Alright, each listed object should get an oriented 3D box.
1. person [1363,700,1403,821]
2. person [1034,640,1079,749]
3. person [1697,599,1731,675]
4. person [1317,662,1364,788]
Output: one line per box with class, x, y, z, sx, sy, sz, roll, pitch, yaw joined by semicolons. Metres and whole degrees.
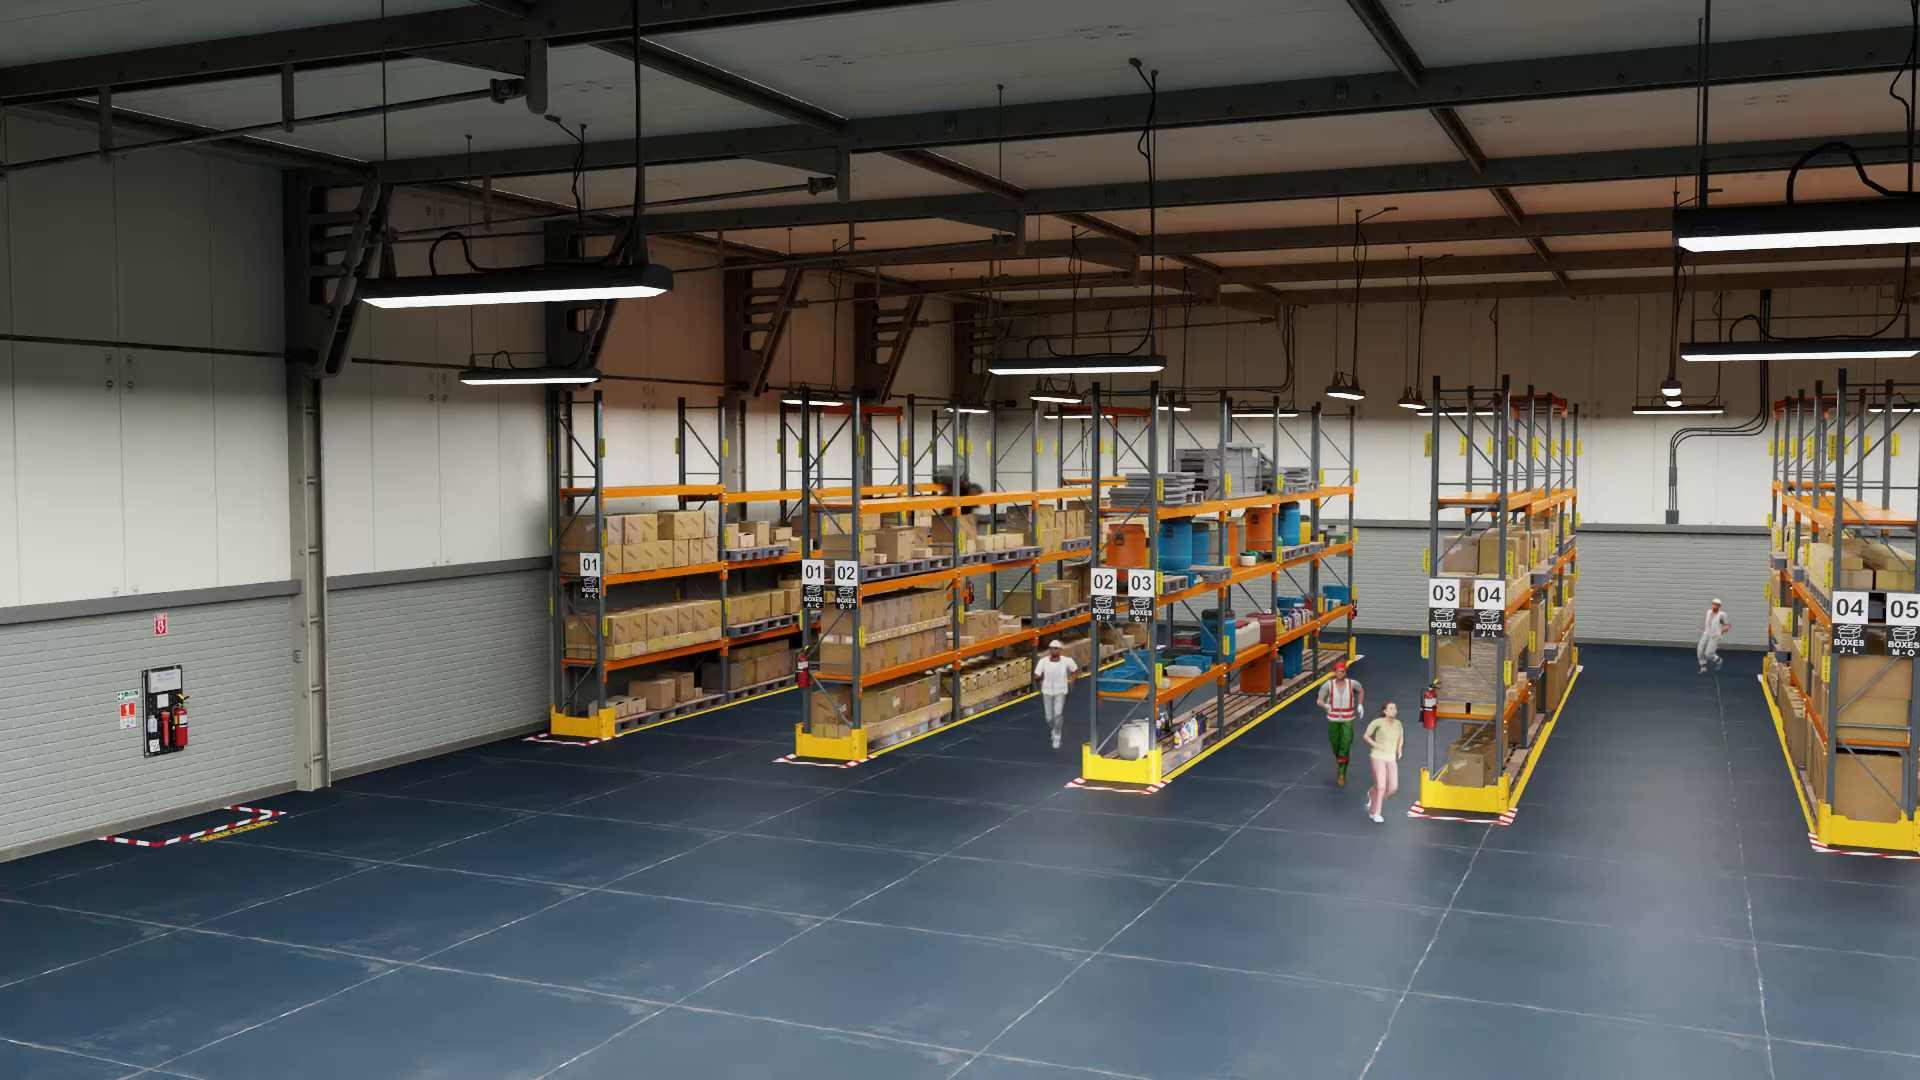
person;5.743;2.961;22.461;0.605;1.617;0.588;-1;3;-12
person;1.532;2.466;26.865;0.677;1.708;0.757;1;3;18
person;16.606;2.134;36.636;0.577;1.705;0.664;-2;4;-26
person;5.718;2.725;24.988;0.691;1.810;1.010;1;3;13
